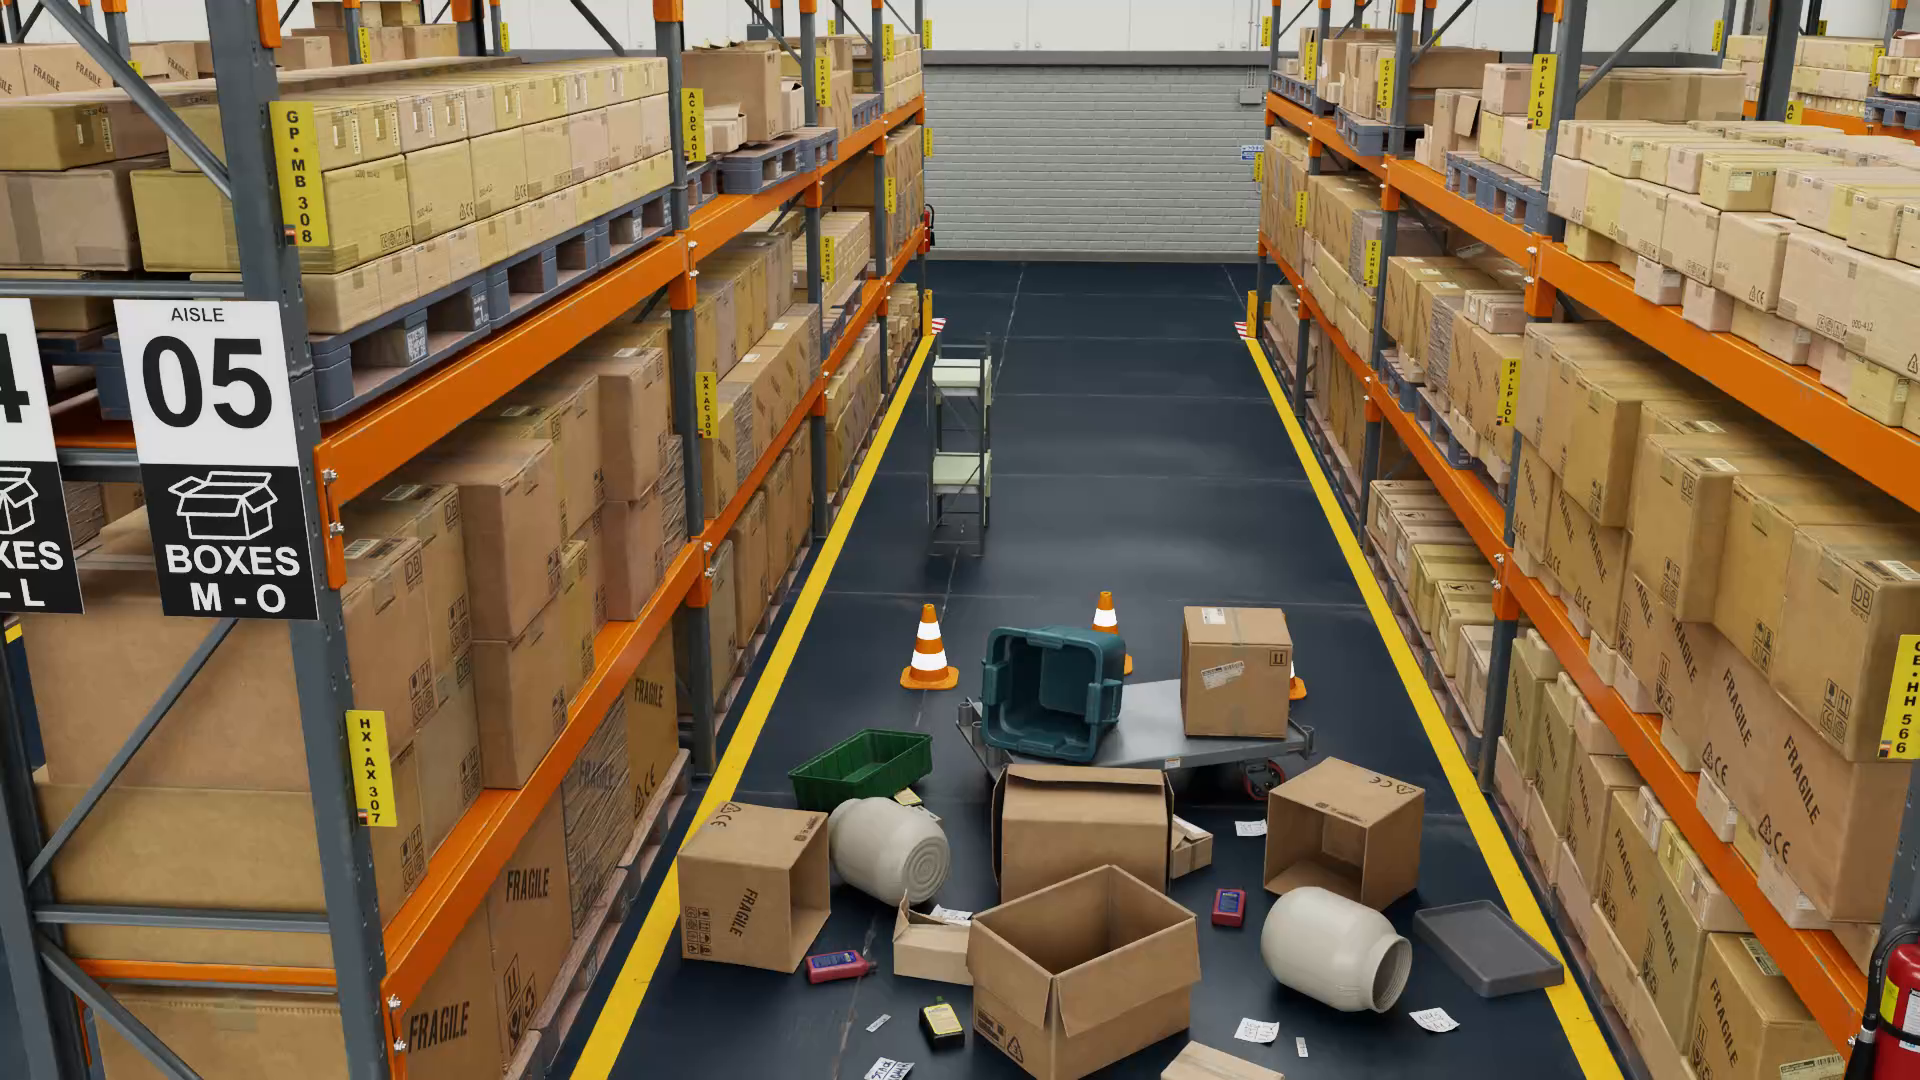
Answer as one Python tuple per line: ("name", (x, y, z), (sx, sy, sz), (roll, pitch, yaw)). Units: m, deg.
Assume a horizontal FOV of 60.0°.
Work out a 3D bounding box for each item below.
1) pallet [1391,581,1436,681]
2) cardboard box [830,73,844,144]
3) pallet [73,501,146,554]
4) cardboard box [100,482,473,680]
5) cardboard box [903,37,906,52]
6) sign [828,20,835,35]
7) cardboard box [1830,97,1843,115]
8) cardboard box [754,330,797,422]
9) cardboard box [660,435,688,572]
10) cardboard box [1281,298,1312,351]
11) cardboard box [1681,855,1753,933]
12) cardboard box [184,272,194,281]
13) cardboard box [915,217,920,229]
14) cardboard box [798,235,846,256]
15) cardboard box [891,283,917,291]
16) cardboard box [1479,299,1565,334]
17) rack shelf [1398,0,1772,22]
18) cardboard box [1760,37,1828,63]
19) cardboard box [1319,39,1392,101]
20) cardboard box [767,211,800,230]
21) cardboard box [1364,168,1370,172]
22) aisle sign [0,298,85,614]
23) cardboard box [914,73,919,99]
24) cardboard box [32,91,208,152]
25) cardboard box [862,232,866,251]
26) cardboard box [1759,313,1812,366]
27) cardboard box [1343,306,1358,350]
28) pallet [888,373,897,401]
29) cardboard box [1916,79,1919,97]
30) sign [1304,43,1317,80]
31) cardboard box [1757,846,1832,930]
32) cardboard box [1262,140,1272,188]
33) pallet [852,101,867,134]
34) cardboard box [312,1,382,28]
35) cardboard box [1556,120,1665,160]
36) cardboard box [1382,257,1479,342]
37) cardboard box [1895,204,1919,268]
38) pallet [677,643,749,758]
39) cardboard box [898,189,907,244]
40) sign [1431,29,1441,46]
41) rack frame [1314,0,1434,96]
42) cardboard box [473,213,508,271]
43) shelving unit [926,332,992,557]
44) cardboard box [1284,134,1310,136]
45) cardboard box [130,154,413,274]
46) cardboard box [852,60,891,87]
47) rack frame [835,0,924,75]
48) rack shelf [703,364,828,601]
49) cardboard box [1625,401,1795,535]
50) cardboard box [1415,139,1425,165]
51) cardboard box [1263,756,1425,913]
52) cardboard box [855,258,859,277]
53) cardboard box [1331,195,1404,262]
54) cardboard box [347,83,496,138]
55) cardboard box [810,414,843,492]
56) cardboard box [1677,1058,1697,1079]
("pallet", (3.301, 0.565, 10.359), (1.003, 0.211, 1.213), (1, 18, 4))
("cardboard box", (-1.161, -3.259, 12.575), (0.500, 0.500, 0.500), (1, 18, 4))
("pallet", (-6.494, -0.034, 12.187), (1.003, 0.211, 1.213), (1, 18, 4))
("cardboard box", (-2.057, 0.154, 5.162), (0.875, 0.550, 0.550), (1, 18, 4))
("cardboard box", (-0.777, -5.218, 17.512), (0.380, 0.149, 0.250), (2, 18, 5))
("sign", (-1.464, -5.797, 19.076), (0.100, 0.325, 0.005), (1, 18, 4))
("cardboard box", (8.466, -4.096, 15.694), (0.380, 0.149, 0.250), (2, 18, 6))
("cardboard box", (-1.334, -1.051, 10.652), (0.500, 0.500, 0.500), (1, 18, 3))
("cardboard box", (-1.798, -0.174, 7.894), (0.875, 0.550, 0.550), (1, 18, 4))
("cardboard box", (4.017, -2.355, 18.234), (0.875, 0.438, 0.875), (2, 18, 5))
("cardboard box", (2.631, 1.177, 5.510), (0.380, 0.149, 0.250), (2, 18, 6))
("cardboard box", (-2.347, -0.797, 4.788), (0.380, 0.149, 0.250), (2, 18, 5))
("cardboard box", (-0.664, -3.717, 19.353), (0.380, 0.149, 0.250), (1, 18, 4))
("cardboard box", (-1.156, -2.447, 13.848), (0.380, 0.149, 0.250), (1, 18, 3))
("cardboard box", (-0.708, -2.901, 19.409), (0.380, 0.149, 0.250), (1, 18, 5))
("cardboard box", (3.006, -1.197, 8.906), (0.380, 0.149, 0.250), (1, 18, 2))
("rack shelf", (3.305, -3.078, 9.163), (1.077, 0.370, 4.000), (1, 18, 4))
("cardboard box", (8.613, -5.042, 17.137), (0.500, 0.250, 0.500), (1, 18, 3))
("cardboard box", (3.383, -4.028, 14.246), (0.500, 0.500, 0.500), (1, 18, 3))
("cardboard box", (-1.697, -2.953, 15.390), (0.380, 0.149, 0.250), (2, 18, 7))
("cardboard box", (4.017, -3.546, 15.619), (0.380, 0.149, 0.250), (1, 18, 3))
("aisle sign", (-2.374, -0.195, 4.025), (0.394, 0.787, 0.004), (1, 18, 4))
("cardboard box", (-0.721, -4.992, 18.265), (0.500, 0.250, 0.500), (1, 18, 4))
("cardboard box", (-2.346, -1.176, 4.666), (0.380, 0.149, 0.250), (2, 18, 5))
("cardboard box", (-1.059, -2.713, 15.138), (0.380, 0.149, 0.250), (1, 18, 4))
("cardboard box", (2.715, -0.634, 5.127), (0.380, 0.149, 0.250), (1, 18, 3))
("cardboard box", (3.247, -1.631, 12.824), (0.500, 0.250, 0.500), (2, 18, 5))
("pallet", (-1.197, -1.586, 16.924), (1.003, 0.211, 1.213), (1, 18, 4))
("cardboard box", (8.191, -3.745, 13.786), (0.380, 0.149, 0.250), (2, 18, 5))
("sign", (3.181, -4.343, 15.086), (0.100, 0.325, 0.005), (1, 18, 4))
("cardboard box", (2.596, 1.022, 4.891), (0.380, 0.149, 0.250), (1, 18, 3))
("cardboard box", (3.703, -4.245, 18.794), (0.500, 0.500, 0.500), (1, 18, 3))
("pallet", (-1.431, -3.526, 13.852), (1.213, 0.211, 1.003), (1, 18, 4))
("cardboard box", (-6.076, -5.212, 16.495), (0.500, 0.250, 0.500), (0, 18, 0))
("cardboard box", (2.813, -1.732, 7.198), (0.380, 0.149, 0.250), (1, 18, 3))
("cardboard box", (3.185, -1.634, 11.280), (0.500, 0.500, 0.500), (1, 18, 2))
("cardboard box", (2.661, -0.772, 4.266), (0.380, 0.149, 0.250), (2, 18, 5))
("pallet", (-1.803, 0.867, 9.439), (1.003, 0.211, 1.213), (1, 18, 4))
("cardboard box", (-0.822, -3.348, 17.186), (0.500, 0.500, 0.500), (1, 18, 3))
("sign", (4.277, -4.434, 14.985), (0.100, 0.325, 0.005), (1, 18, 4))
("rack frame", (3.735, -5.473, 14.675), (1.000, 3.000, 0.127), (1, 18, 4))
("cardboard box", (-1.653, -0.941, 5.228), (0.380, 0.149, 0.250), (1, 18, 4))
("shelving unit", (0.000, -0.711, 12.183), (0.431, 1.500, 0.755), (1, 18, 4))
("cardboard box", (3.672, -4.266, 17.816), (0.380, 0.149, 0.250), (1, 18, 4))
("cardboard box", (-1.779, -0.862, 4.346), (0.500, 0.250, 0.500), (1, 18, 4))
("cardboard box", (-0.936, -4.438, 15.769), (0.500, 0.250, 0.500), (2, 18, 6))
("rack frame", (-0.923, -6.795, 18.708), (1.000, 3.000, 0.127), (1, 18, 4))
("rack shelf", (-1.640, -0.496, 10.276), (1.077, 0.370, 4.000), (1, 18, 4))
("cardboard box", (2.846, -0.193, 5.950), (0.700, 0.500, 0.500), (1, 18, 4))
("cardboard box", (3.256, -2.592, 11.103), (0.380, 0.149, 0.250), (1, 18, 4))
("cardboard box", (1.728, 1.351, 7.493), (0.500, 0.500, 0.500), (17, 25, 41))
("cardboard box", (-1.097, -2.418, 14.715), (0.380, 0.149, 0.250), (0, 18, 1))
("cardboard box", (3.339, -2.540, 13.591), (0.500, 0.500, 0.500), (1, 18, 3))
("cardboard box", (-1.655, -1.319, 5.102), (0.380, 0.149, 0.250), (1, 18, 3))
("cardboard box", (-1.191, -0.685, 13.037), (0.500, 0.500, 0.500), (1, 18, 2))
("cardboard box", (2.666, 1.947, 5.406), (0.500, 0.250, 0.500), (1, 18, 4))
